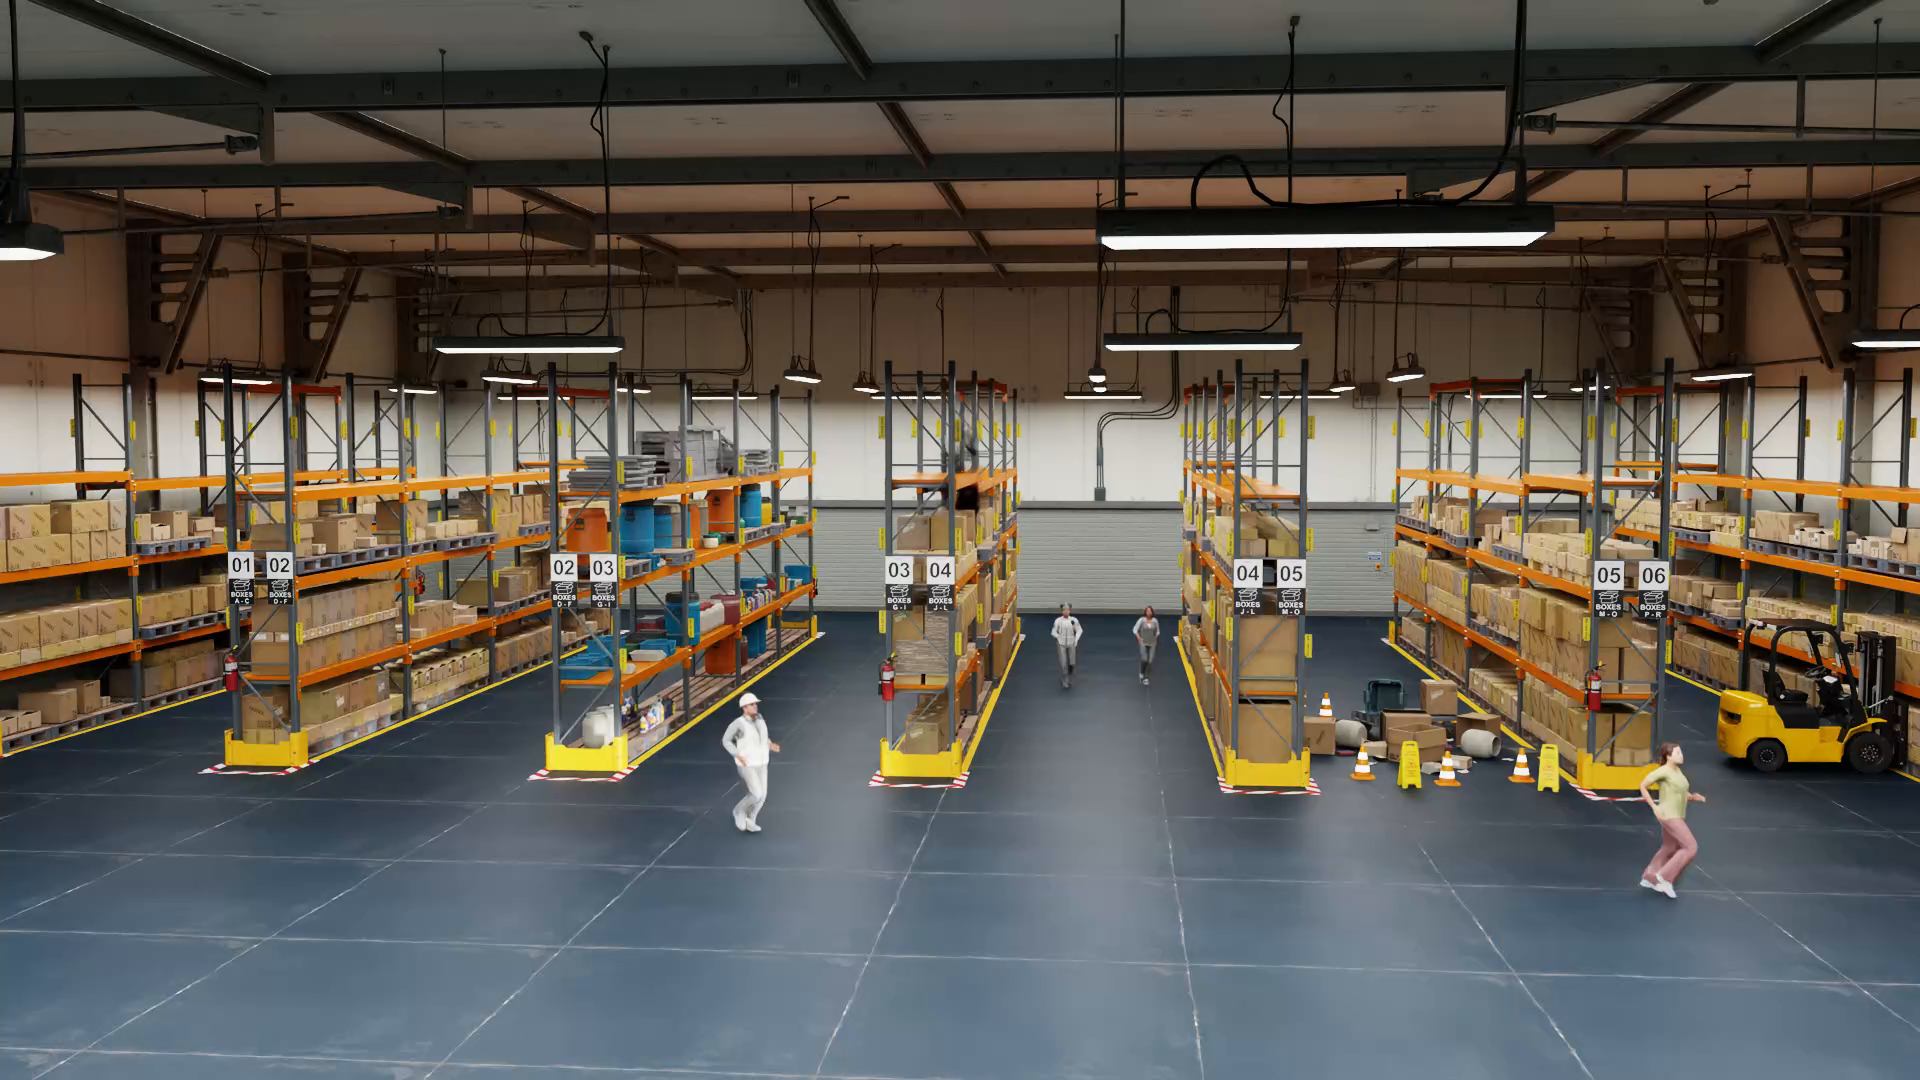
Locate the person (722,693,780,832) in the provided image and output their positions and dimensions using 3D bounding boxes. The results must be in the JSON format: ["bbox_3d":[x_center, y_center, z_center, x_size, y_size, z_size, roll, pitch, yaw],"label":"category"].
[{"bbox_3d":[-2.539,2.772,20.635,0.577,1.727,0.651,3,5,39],"label":"person"}]

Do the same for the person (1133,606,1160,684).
[{"bbox_3d":[3.678,2.071,32.596,0.514,1.558,0.562,0,4,-5],"label":"person"}]

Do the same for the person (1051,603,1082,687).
[{"bbox_3d":[2.078,2.046,32.270,0.603,1.649,0.546,0,4,2],"label":"person"}]

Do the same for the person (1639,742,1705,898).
[{"bbox_3d":[7.635,2.992,17.820,0.656,1.659,0.549,3,5,42],"label":"person"}]
